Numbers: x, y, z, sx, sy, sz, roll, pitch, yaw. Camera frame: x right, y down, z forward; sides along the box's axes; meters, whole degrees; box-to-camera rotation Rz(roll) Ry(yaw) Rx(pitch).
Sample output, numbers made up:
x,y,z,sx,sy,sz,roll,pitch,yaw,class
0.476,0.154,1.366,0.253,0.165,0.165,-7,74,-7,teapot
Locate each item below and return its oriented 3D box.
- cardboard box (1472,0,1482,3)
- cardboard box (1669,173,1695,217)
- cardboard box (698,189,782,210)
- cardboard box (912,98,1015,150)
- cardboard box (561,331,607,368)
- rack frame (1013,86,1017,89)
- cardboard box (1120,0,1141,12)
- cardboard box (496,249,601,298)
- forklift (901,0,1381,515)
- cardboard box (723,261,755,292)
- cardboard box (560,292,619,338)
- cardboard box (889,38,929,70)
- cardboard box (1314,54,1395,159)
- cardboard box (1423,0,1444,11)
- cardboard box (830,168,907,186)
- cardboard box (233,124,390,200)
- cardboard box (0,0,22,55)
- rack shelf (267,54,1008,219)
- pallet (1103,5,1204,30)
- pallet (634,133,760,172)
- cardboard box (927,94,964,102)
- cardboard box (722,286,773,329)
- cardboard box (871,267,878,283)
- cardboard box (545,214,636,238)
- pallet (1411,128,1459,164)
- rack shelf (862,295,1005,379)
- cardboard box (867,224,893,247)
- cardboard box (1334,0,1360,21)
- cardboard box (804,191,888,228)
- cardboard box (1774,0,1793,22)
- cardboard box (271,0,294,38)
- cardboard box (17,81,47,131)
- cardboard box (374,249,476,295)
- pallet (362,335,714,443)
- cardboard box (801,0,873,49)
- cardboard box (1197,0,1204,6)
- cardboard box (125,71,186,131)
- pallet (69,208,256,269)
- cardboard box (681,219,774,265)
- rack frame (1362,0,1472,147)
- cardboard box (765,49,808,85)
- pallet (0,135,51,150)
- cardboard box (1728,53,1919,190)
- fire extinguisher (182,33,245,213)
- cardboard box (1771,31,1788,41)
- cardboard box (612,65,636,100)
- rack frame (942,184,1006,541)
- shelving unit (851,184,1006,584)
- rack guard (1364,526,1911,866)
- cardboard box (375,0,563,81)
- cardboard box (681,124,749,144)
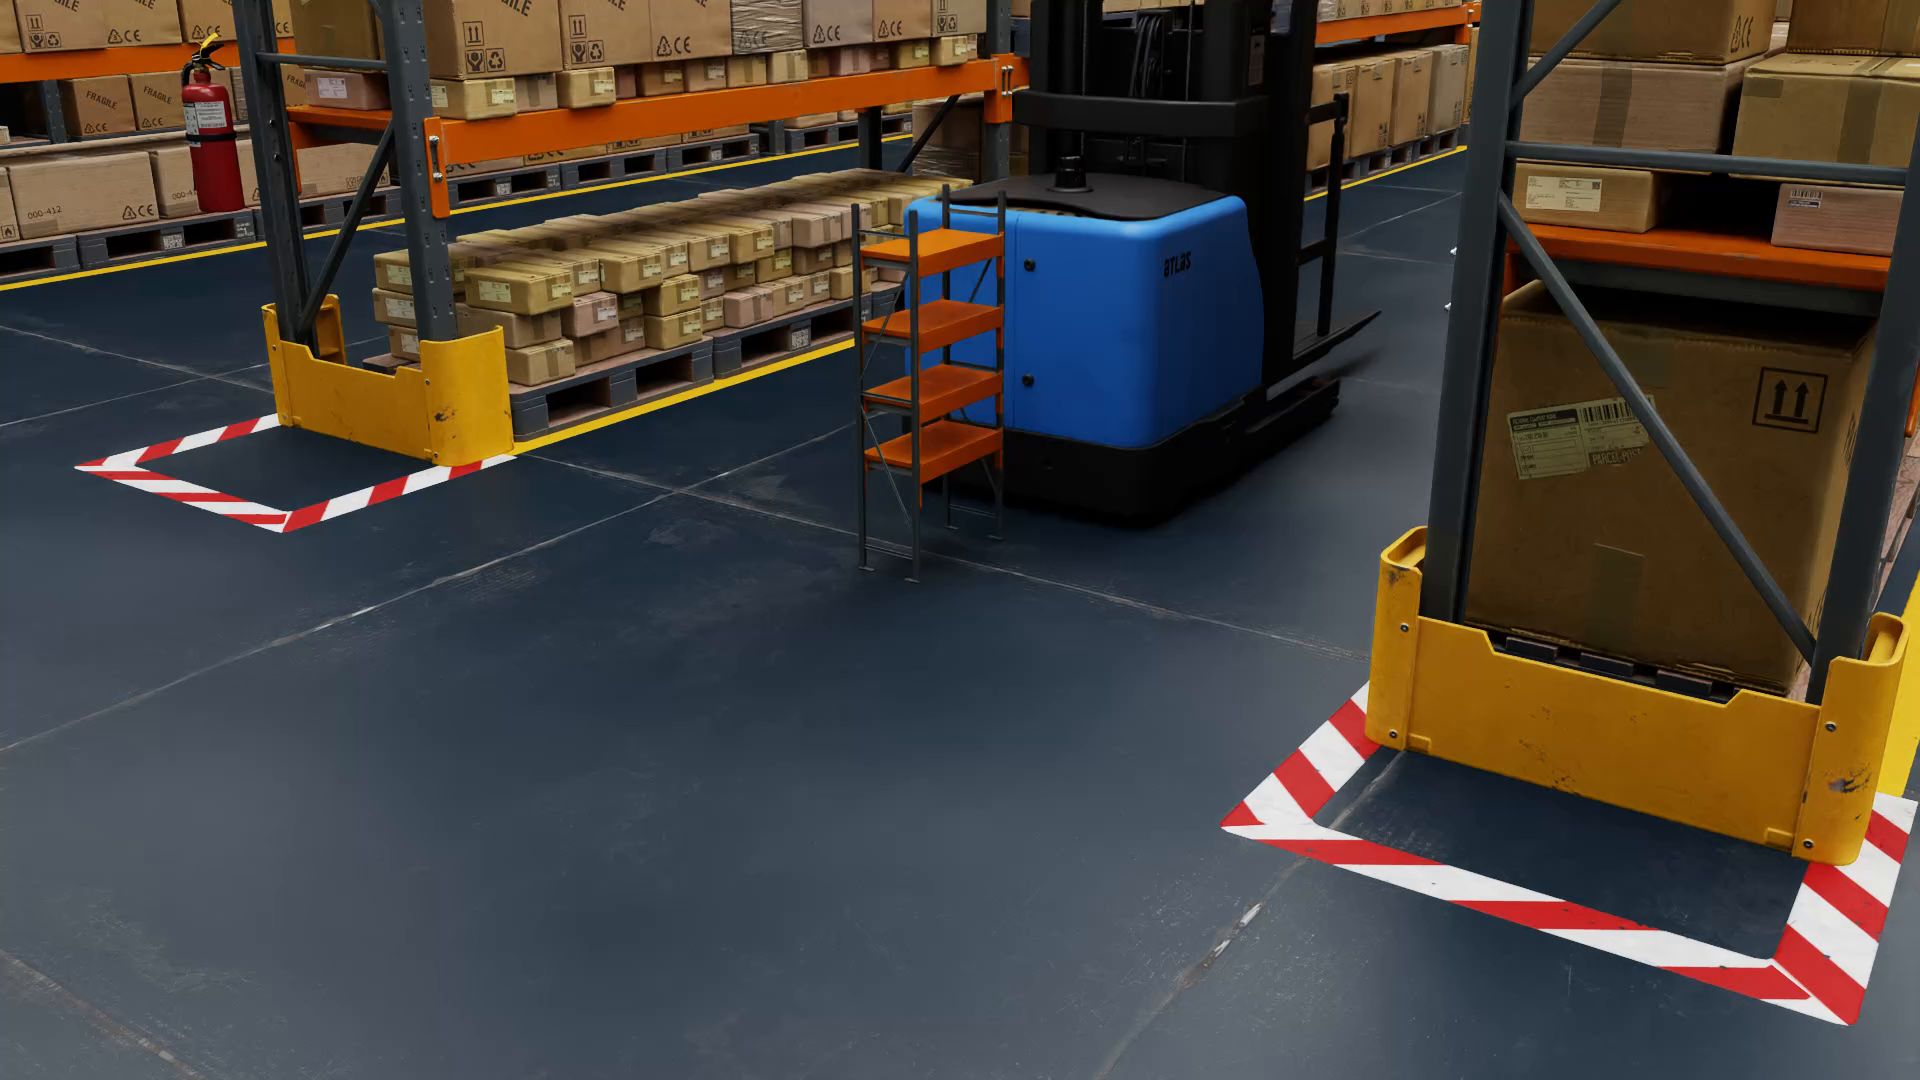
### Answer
x,y,z,sx,sy,sz,roll,pitch,yaw,class
4.531,-5.447,15.950,0.875,0.550,0.550,13,24,32,cardboard box
1.706,-0.952,4.378,0.380,0.149,0.250,14,24,32,cardboard box
-1.172,-1.767,8.866,0.380,0.149,0.250,14,24,33,cardboard box
0.046,-2.612,10.420,0.500,0.250,0.500,13,24,30,cardboard box
-1.773,-0.864,7.281,0.380,0.149,0.250,13,24,32,cardboard box
0.183,-6.205,18.215,1.000,3.000,0.127,13,24,32,rack frame
0.875,-3.299,10.116,0.380,0.149,0.250,14,24,32,cardboard box
-1.781,-1.151,7.199,0.380,0.149,0.250,14,24,33,cardboard box
0.989,-1.922,6.737,1.130,2.935,3.031,12,24,30,forklift
-1.217,-1.313,8.066,0.380,0.149,0.250,15,25,35,cardboard box
-1.704,-0.992,7.199,0.380,0.149,0.250,13,24,32,cardboard box
-0.385,-2.567,8.744,0.380,0.149,0.250,14,25,34,cardboard box
2.991,-3.671,14.003,1.050,0.750,0.750,14,24,33,cardboard box
3.978,-4.968,14.729,0.500,0.500,0.500,13,24,31,cardboard box
-0.528,-2.053,9.639,0.380,0.149,0.250,14,25,34,cardboard box
-4.756,-2.745,11.951,0.875,0.438,0.875,13,24,31,cardboard box
-5.794,-3.041,9.518,0.500,0.500,0.500,13,24,31,cardboard box
-1.288,-2.062,8.052,1.077,0.370,4.000,13,24,32,rack shelf
1.006,-3.455,11.057,1.003,0.211,1.213,13,24,32,pallet
-2.571,-3.538,15.024,1.003,0.211,1.213,13,24,32,pallet
-0.511,-4.811,17.631,0.950,0.372,0.625,15,25,35,cardboard box
-1.128,-1.135,8.013,0.380,0.149,0.250,12,23,29,cardboard box
-0.661,-1.455,8.880,0.380,0.149,0.250,13,24,31,cardboard box
-1.792,-1.475,8.076,0.380,0.149,0.250,14,25,34,cardboard box
3.962,-3.724,15.529,1.003,0.211,1.213,13,24,32,pallet
-0.093,-0.662,5.374,0.258,0.148,0.480,13,24,32,rack shelf
-0.577,-1.607,8.860,0.380,0.149,0.250,14,24,32,cardboard box
2.844,-4.390,13.165,0.500,0.500,0.500,13,24,31,cardboard box
-0.603,-1.746,8.808,0.380,0.149,0.250,14,25,34,cardboard box
2.829,-2.020,5.609,0.500,0.500,0.500,12,24,30,cardboard box
-4.648,-3.625,11.096,0.500,0.500,0.500,13,24,31,cardboard box
-8.390,-4.099,15.521,0.500,0.500,0.500,13,24,32,cardboard box
-2.324,-1.165,7.238,0.380,0.149,0.250,14,24,32,cardboard box
-1.883,-0.765,7.530,1.003,0.211,1.213,13,24,32,pallet
-0.775,-2.674,8.098,0.500,0.500,0.500,13,24,32,cardboard box
1.463,-3.602,10.935,0.380,0.149,0.250,14,25,33,cardboard box
-7.672,-4.150,15.659,0.500,0.500,0.500,13,24,31,cardboard box
-5.491,-2.047,10.995,1.003,0.211,1.213,13,24,32,pallet
-1.113,-1.430,7.953,0.380,0.149,0.250,14,24,33,cardboard box
4.334,-5.268,15.684,1.000,3.000,0.127,13,24,32,rack frame
-0.950,-2.265,7.926,0.380,0.149,0.250,14,24,33,cardboard box
-8.808,-3.371,14.575,1.003,0.211,1.213,13,24,32,pallet
2.127,-0.983,3.887,0.500,0.250,0.500,13,24,30,cardboard box
-2.935,-1.632,6.502,0.296,0.674,0.183,13,24,32,fire extinguisher
2.258,-1.380,4.961,0.500,0.250,0.500,12,24,30,cardboard box
-1.622,-1.985,7.171,0.380,0.149,0.250,15,25,34,cardboard box
0.044,-0.585,5.618,0.240,1.200,0.015,13,24,32,rack frame
-0.093,-0.515,5.428,0.258,1.200,0.503,13,24,32,shelving unit
1.620,0.350,4.097,1.175,0.500,0.348,13,24,32,rack guard
-1.931,-2.087,6.509,0.500,0.500,0.500,15,25,34,cardboard box
-2.522,-4.075,14.916,0.875,0.875,0.875,13,24,31,cardboard box
